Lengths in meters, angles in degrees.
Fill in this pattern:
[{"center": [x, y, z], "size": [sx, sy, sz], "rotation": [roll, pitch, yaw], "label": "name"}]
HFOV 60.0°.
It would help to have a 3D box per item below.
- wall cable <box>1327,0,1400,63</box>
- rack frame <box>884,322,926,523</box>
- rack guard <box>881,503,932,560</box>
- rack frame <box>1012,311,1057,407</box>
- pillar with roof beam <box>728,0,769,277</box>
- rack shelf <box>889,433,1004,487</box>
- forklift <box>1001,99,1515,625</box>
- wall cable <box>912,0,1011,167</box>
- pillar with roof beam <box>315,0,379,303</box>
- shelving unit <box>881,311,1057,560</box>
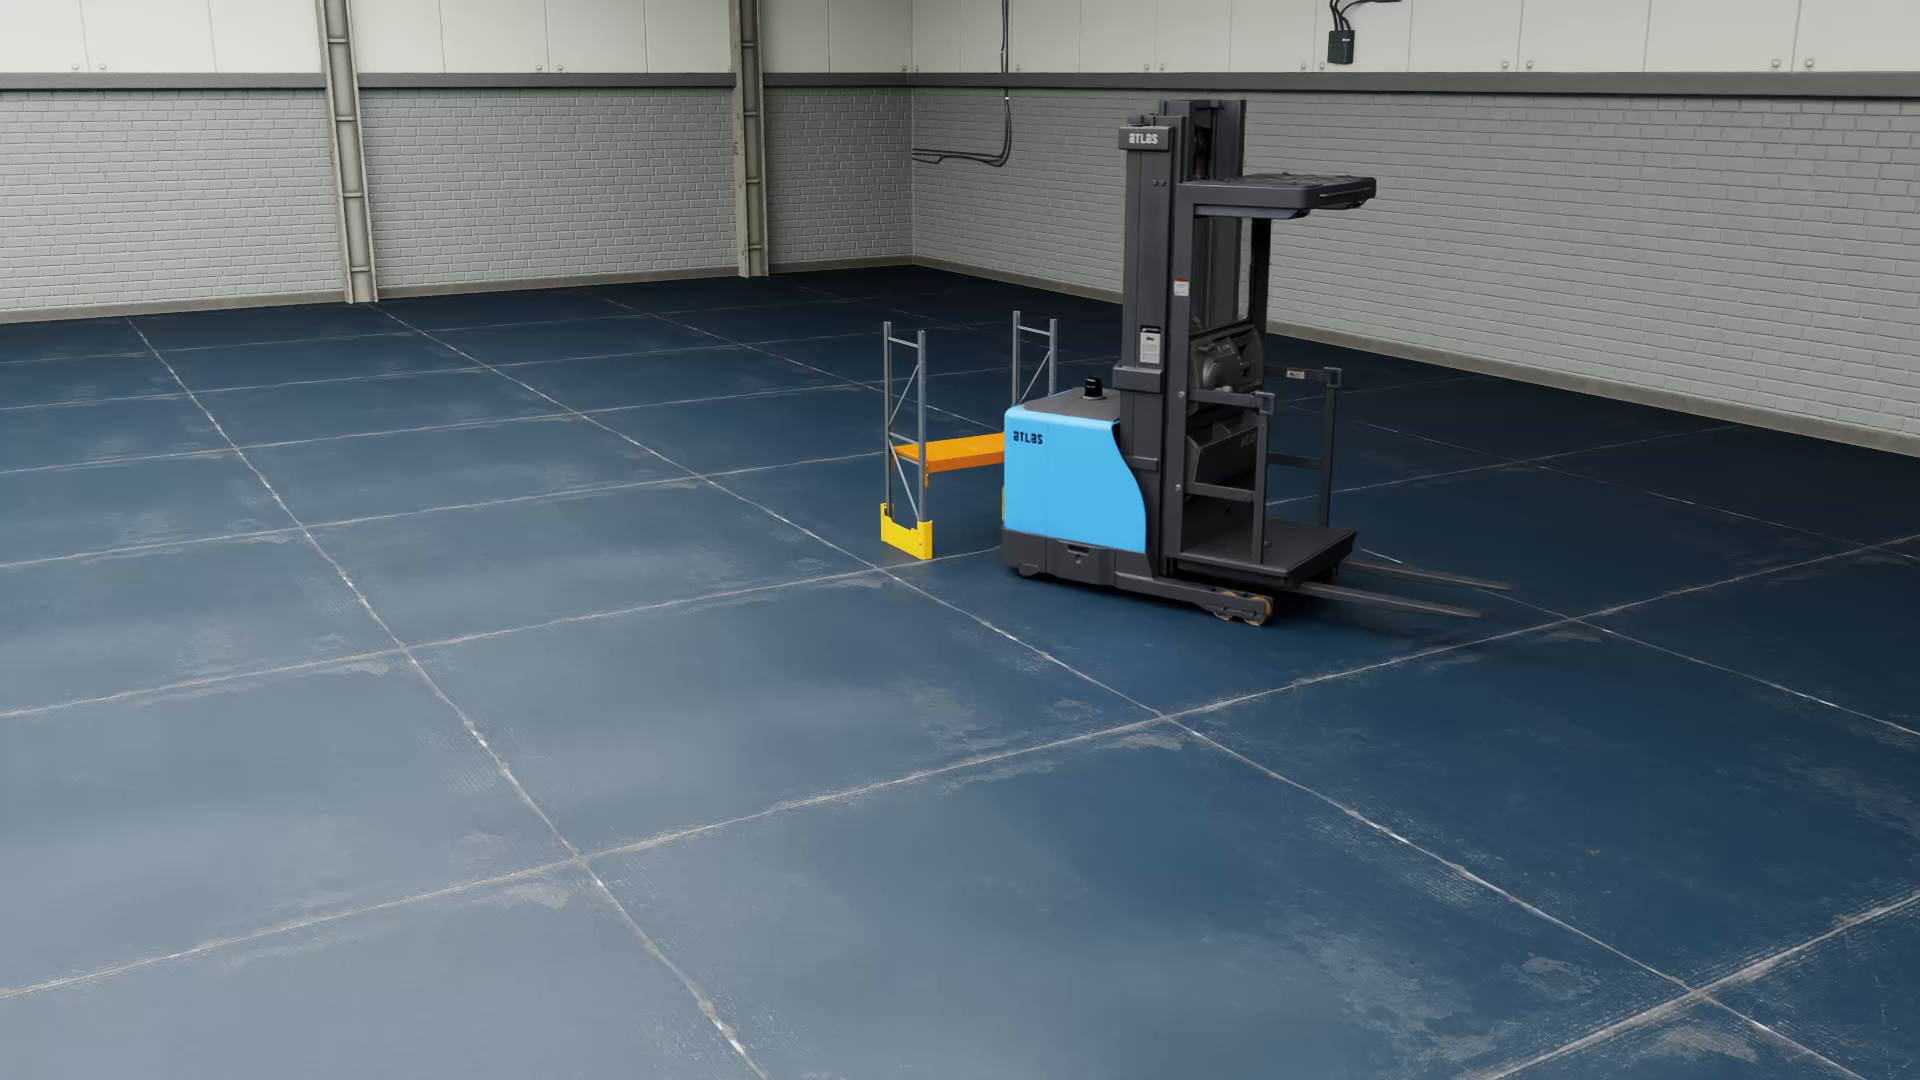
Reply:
[{"center": [4.810, -8.067, 17.213], "size": [0.169, 6.003, 2.305], "rotation": [-9, 18, -30], "label": "wall cable"}, {"center": [-0.363, -0.663, 10.998], "size": [0.032, 1.500, 0.500], "rotation": [-9, 18, -30], "label": "rack frame"}, {"center": [-0.362, -0.062, 11.167], "size": [0.087, 0.250, 0.587], "rotation": [-9, 18, -30], "label": "rack guard"}, {"center": [0.509, -0.805, 11.502], "size": [0.032, 1.500, 0.500], "rotation": [-9, 18, -30], "label": "rack frame"}, {"center": [-1.055, -7.528, 21.593], "size": [0.400, 9.000, 9.100], "rotation": [-9, 18, -30], "label": "pillar with roof beam"}, {"center": [0.073, -0.561, 11.298], "size": [1.000, 0.185, 0.538], "rotation": [-9, 18, -30], "label": "rack shelf"}, {"center": [1.769, -1.079, 9.828], "size": [3.031, 2.935, 1.130], "rotation": [10, 19, 33], "label": "forklift"}, {"center": [-0.066, -7.132, 25.935], "size": [0.112, 2.526, 3.097], "rotation": [-9, 18, -30], "label": "wall cable"}, {"center": [-6.198, -6.694, 18.618], "size": [0.400, 9.000, 9.100], "rotation": [-9, 18, -30], "label": "pillar with roof beam"}, {"center": [0.065, -0.733, 11.245], "size": [1.083, 1.500, 0.587], "rotation": [-9, 18, -30], "label": "shelving unit"}]
